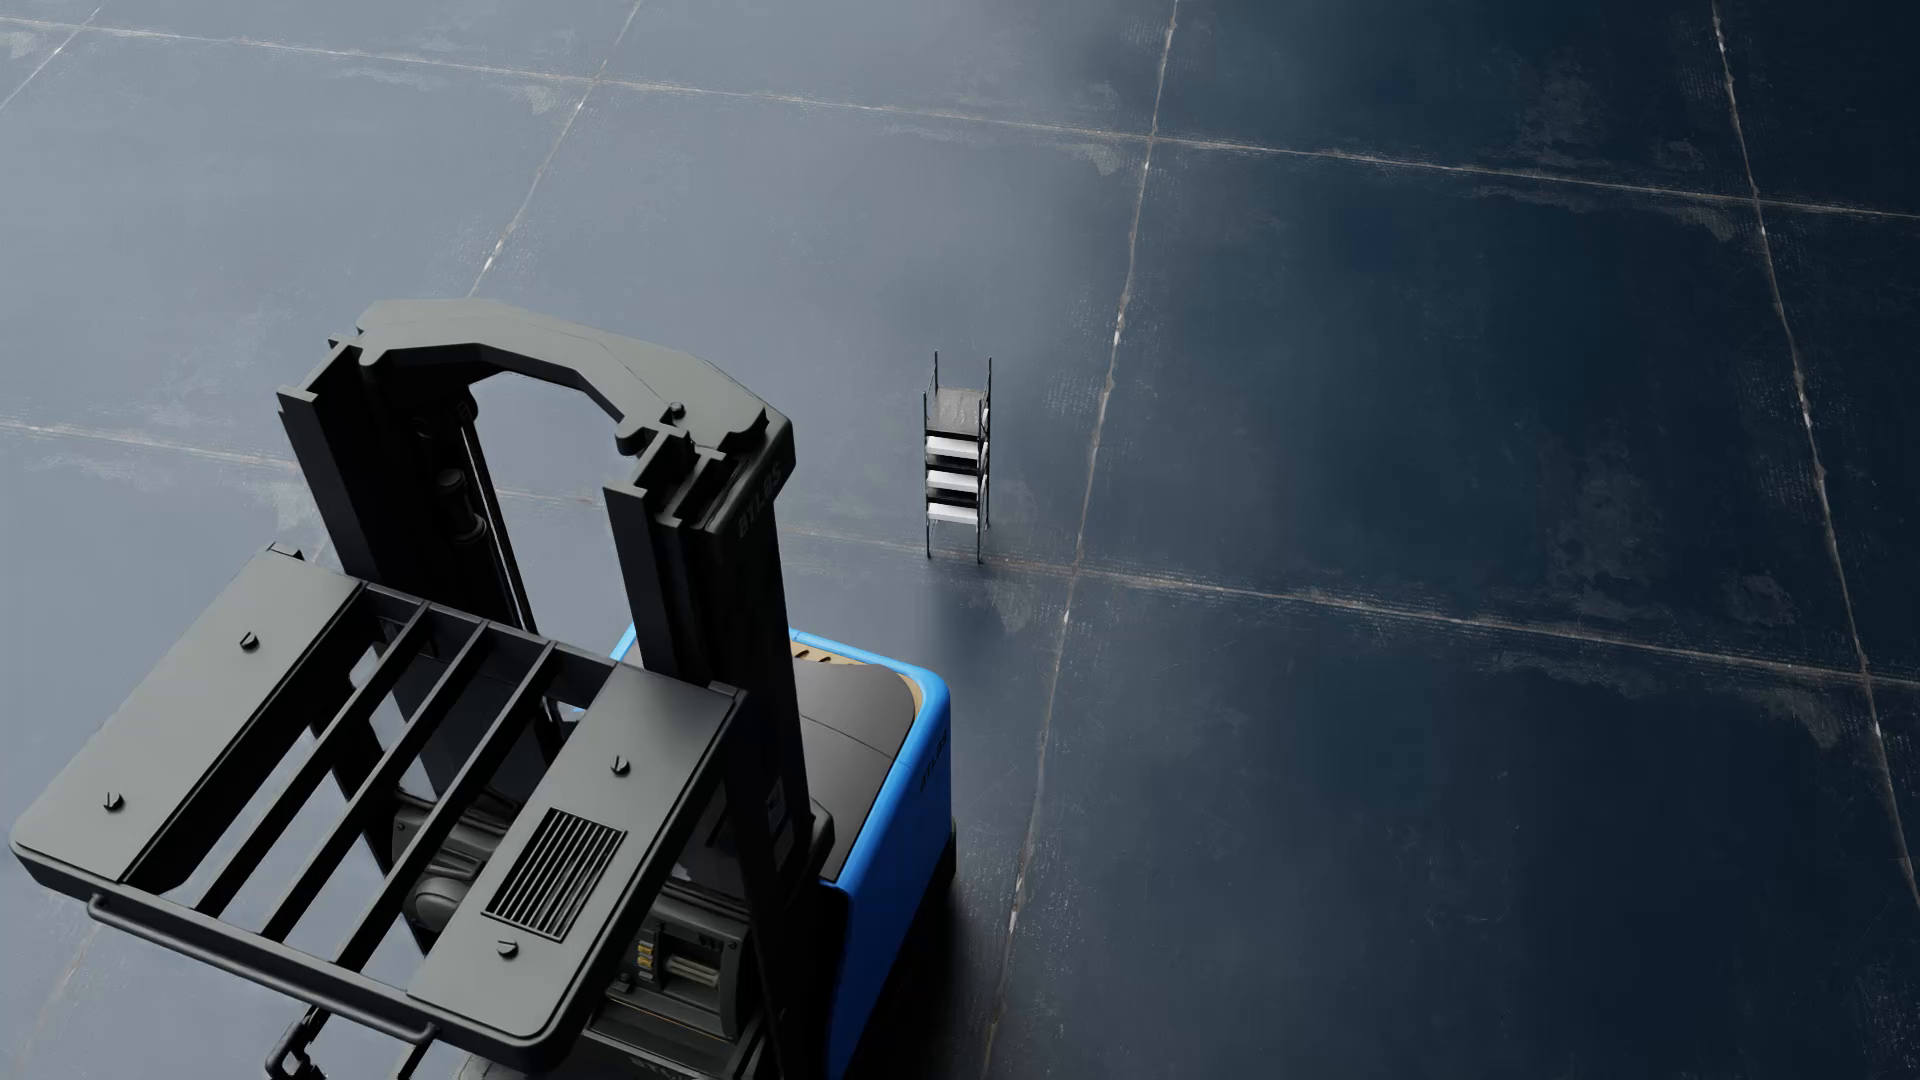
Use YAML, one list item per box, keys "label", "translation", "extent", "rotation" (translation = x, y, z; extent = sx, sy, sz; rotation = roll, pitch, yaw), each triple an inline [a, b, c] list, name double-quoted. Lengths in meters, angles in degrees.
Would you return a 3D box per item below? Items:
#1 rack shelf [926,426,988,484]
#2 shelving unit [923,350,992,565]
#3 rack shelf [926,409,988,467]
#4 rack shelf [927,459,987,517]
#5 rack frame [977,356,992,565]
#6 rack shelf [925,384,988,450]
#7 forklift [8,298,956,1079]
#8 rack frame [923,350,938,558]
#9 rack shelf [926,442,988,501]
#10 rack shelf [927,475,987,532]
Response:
- label: "rack shelf"
  translation: [-0.008, -0.340, 6.346]
  extent: [0.200, 0.077, 0.258]
  rotation: [8, 49, 7]
- label: "shelving unit"
  translation: [-0.008, -0.302, 6.388]
  extent: [0.210, 0.900, 0.258]
  rotation: [8, 49, 7]
- label: "rack shelf"
  translation: [-0.008, -0.400, 6.279]
  extent: [0.200, 0.077, 0.258]
  rotation: [8, 49, 7]
- label: "rack shelf"
  translation: [-0.008, -0.219, 6.480]
  extent: [0.200, 0.077, 0.258]
  rotation: [8, 49, 7]
- label: "rack frame"
  translation: [0.092, -0.288, 6.376]
  extent: [0.006, 0.900, 0.240]
  rotation: [8, 49, 7]
- label: "rack shelf"
  translation: [-0.008, -0.460, 6.212]
  extent: [0.200, 0.077, 0.258]
  rotation: [8, 49, 7]
- label: "forklift"
  translation: [-1.011, 1.040, 3.817]
  extent: [1.130, 2.935, 3.031]
  rotation: [16, 50, 14]
- label: "rack frame"
  translation: [-0.108, -0.315, 6.400]
  extent: [0.006, 0.900, 0.240]
  rotation: [8, 49, 7]
- label: "rack shelf"
  translation: [-0.008, -0.280, 6.413]
  extent: [0.200, 0.077, 0.258]
  rotation: [8, 49, 7]
- label: "rack shelf"
  translation: [-0.008, -0.159, 6.547]
  extent: [0.200, 0.077, 0.258]
  rotation: [8, 49, 7]
